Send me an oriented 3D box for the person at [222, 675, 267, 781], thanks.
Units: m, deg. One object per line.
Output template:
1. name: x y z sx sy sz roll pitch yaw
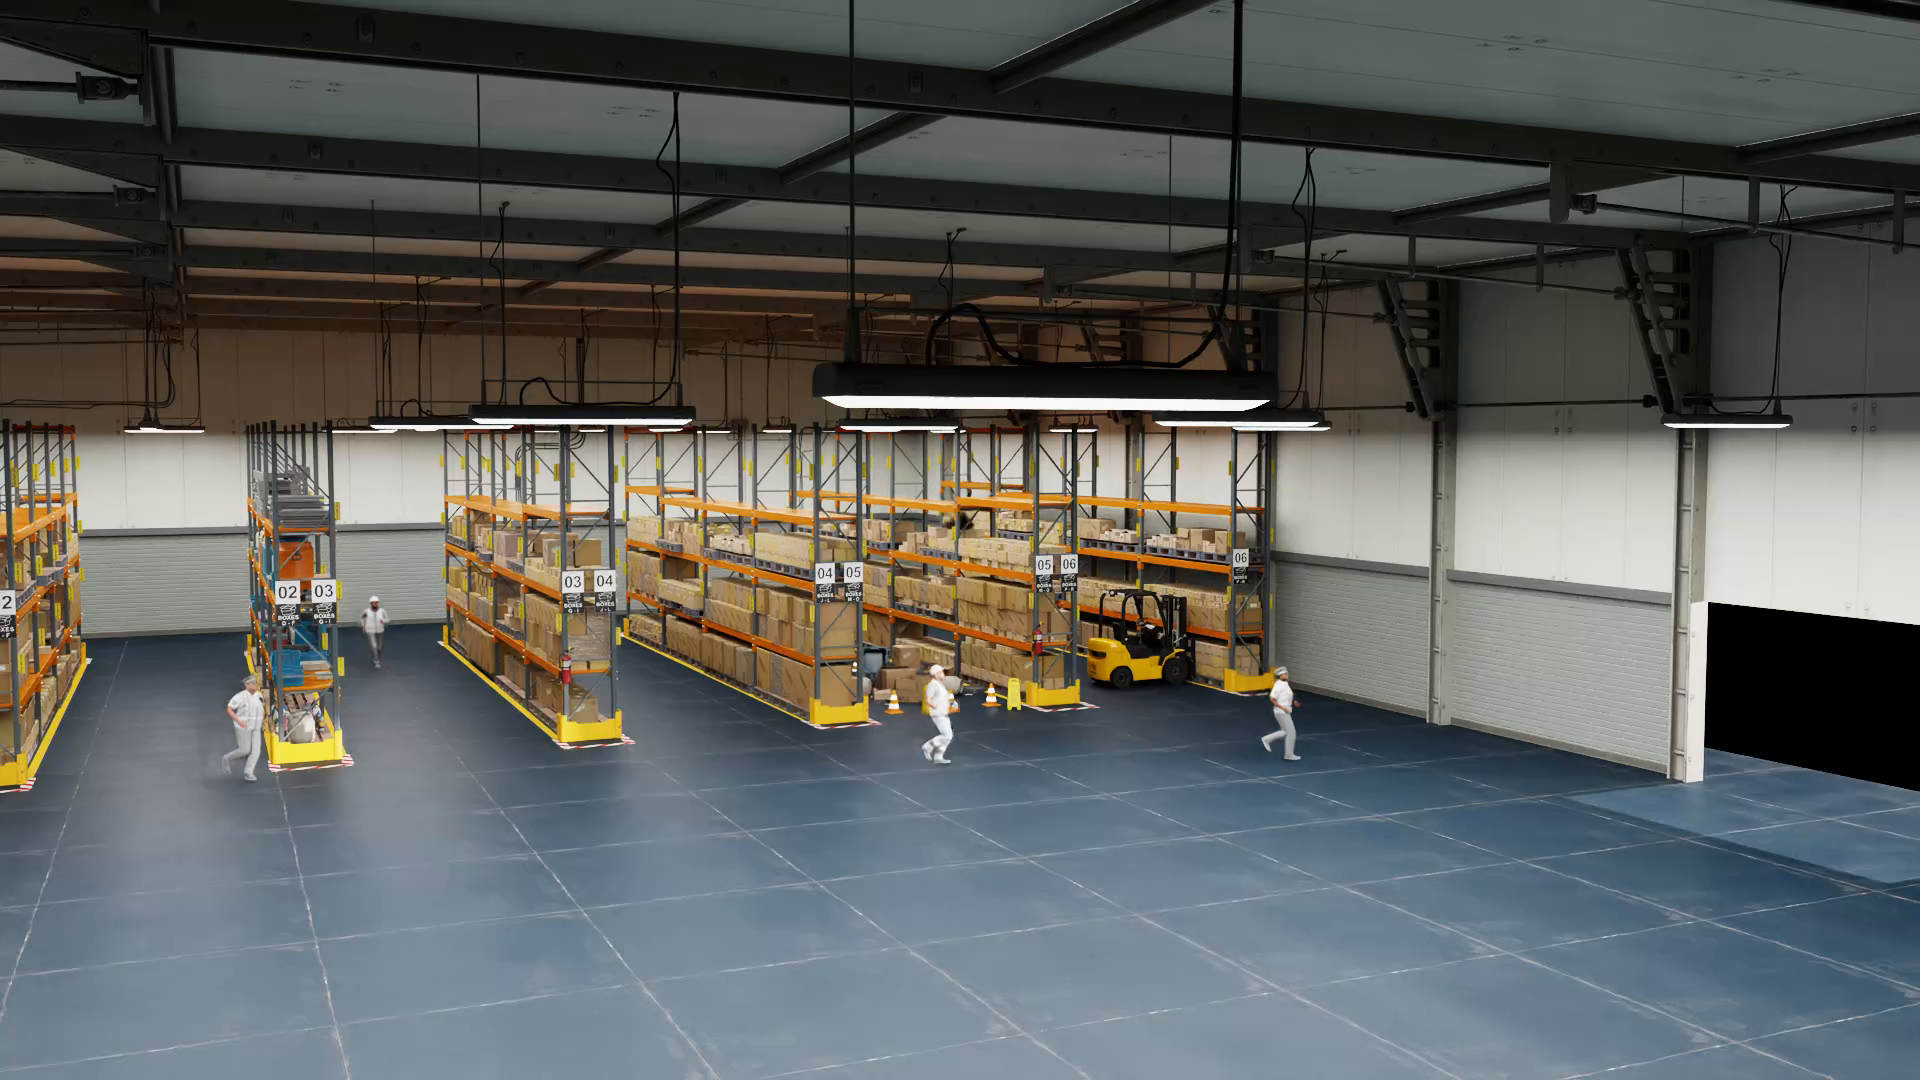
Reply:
1. person: -11.903 3.121 27.867 0.765 1.722 0.715 2 4 28

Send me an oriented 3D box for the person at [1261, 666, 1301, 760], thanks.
1. person: 5.677 3.050 29.439 0.739 1.660 0.584 2 4 24

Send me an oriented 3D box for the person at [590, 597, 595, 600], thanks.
1. person: -9.692 2.036 45.042 0.708 1.733 0.706 -1 4 -20

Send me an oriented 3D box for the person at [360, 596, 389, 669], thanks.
1. person: -14.423 2.263 40.993 0.659 1.755 0.914 -2 4 -30

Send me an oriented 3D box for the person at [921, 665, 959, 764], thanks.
1. person: -0.356 3.041 28.963 0.613 1.739 0.652 1 4 11
